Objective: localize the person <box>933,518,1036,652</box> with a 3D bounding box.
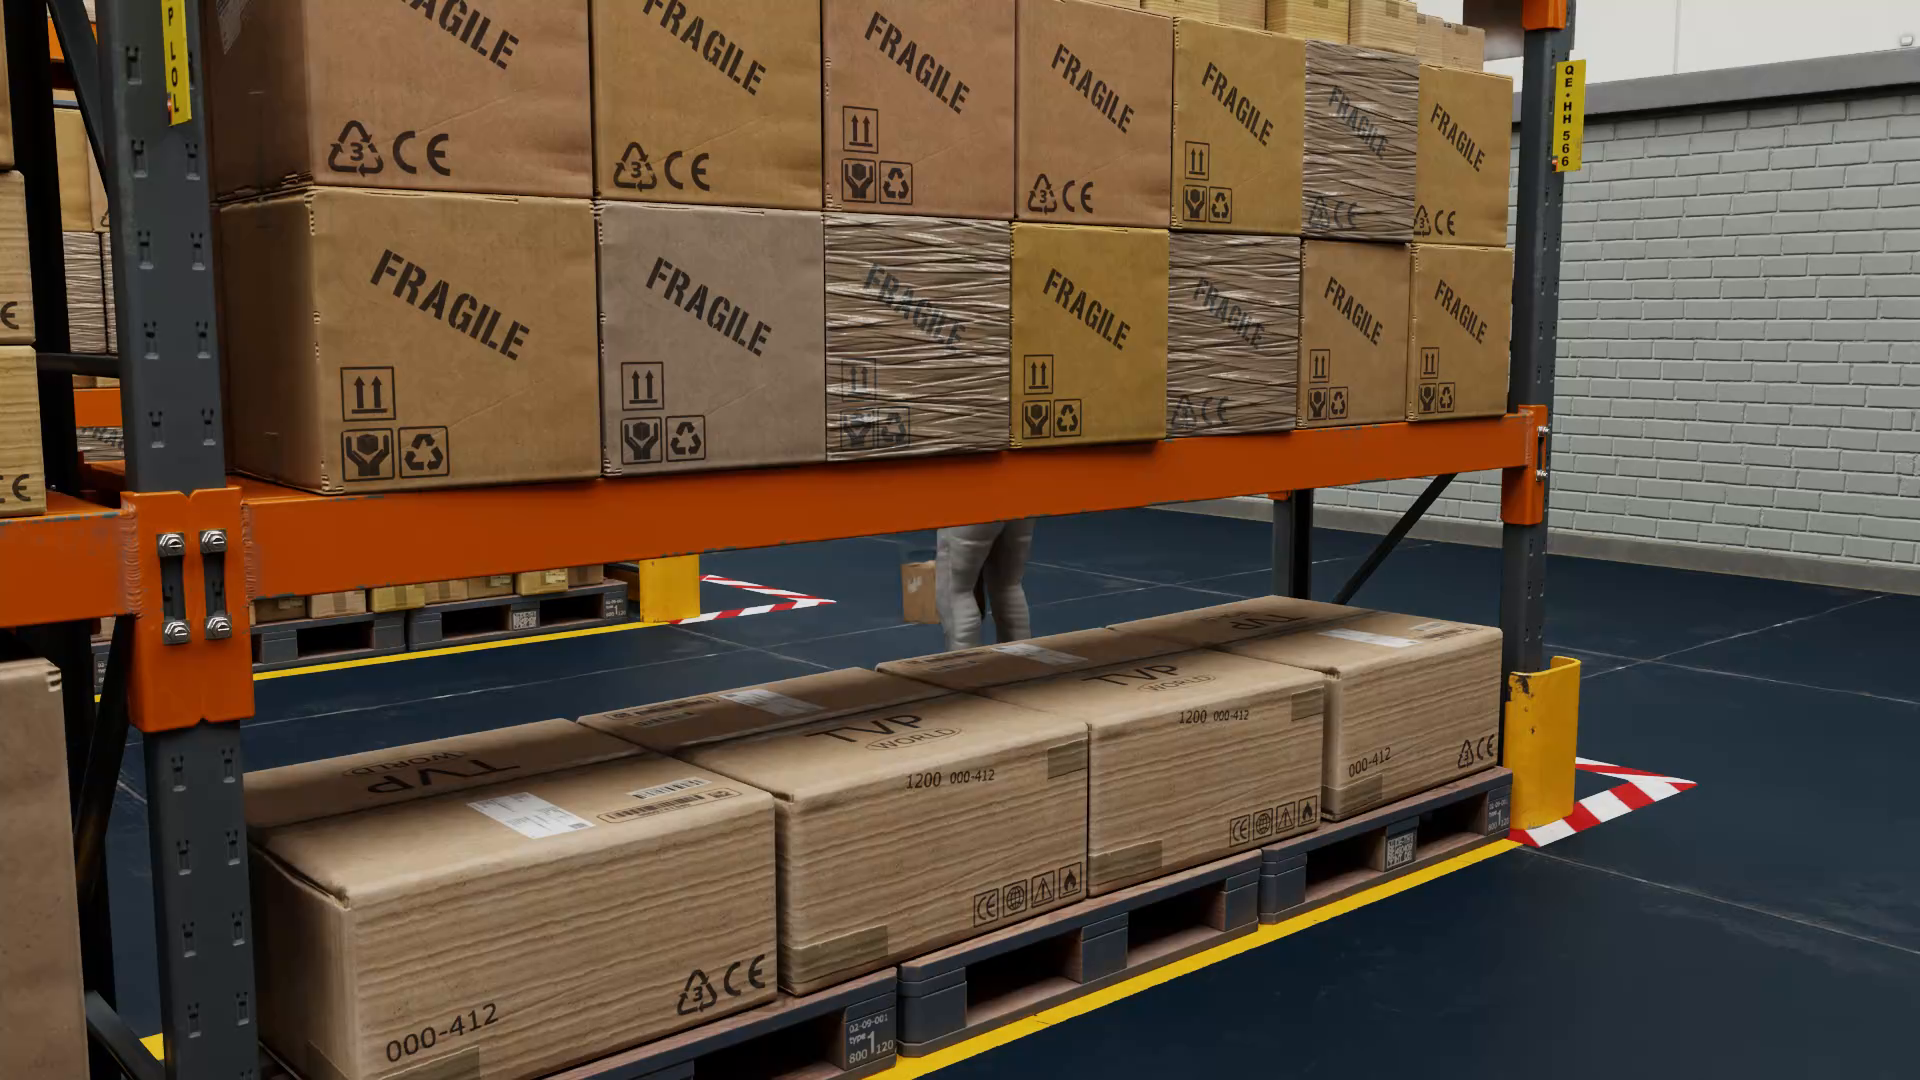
[{"bbox_3d":[0.098,-0.152,6.901,0.528,1.669,0.443,-7,10,-42],"label":"person"}]
